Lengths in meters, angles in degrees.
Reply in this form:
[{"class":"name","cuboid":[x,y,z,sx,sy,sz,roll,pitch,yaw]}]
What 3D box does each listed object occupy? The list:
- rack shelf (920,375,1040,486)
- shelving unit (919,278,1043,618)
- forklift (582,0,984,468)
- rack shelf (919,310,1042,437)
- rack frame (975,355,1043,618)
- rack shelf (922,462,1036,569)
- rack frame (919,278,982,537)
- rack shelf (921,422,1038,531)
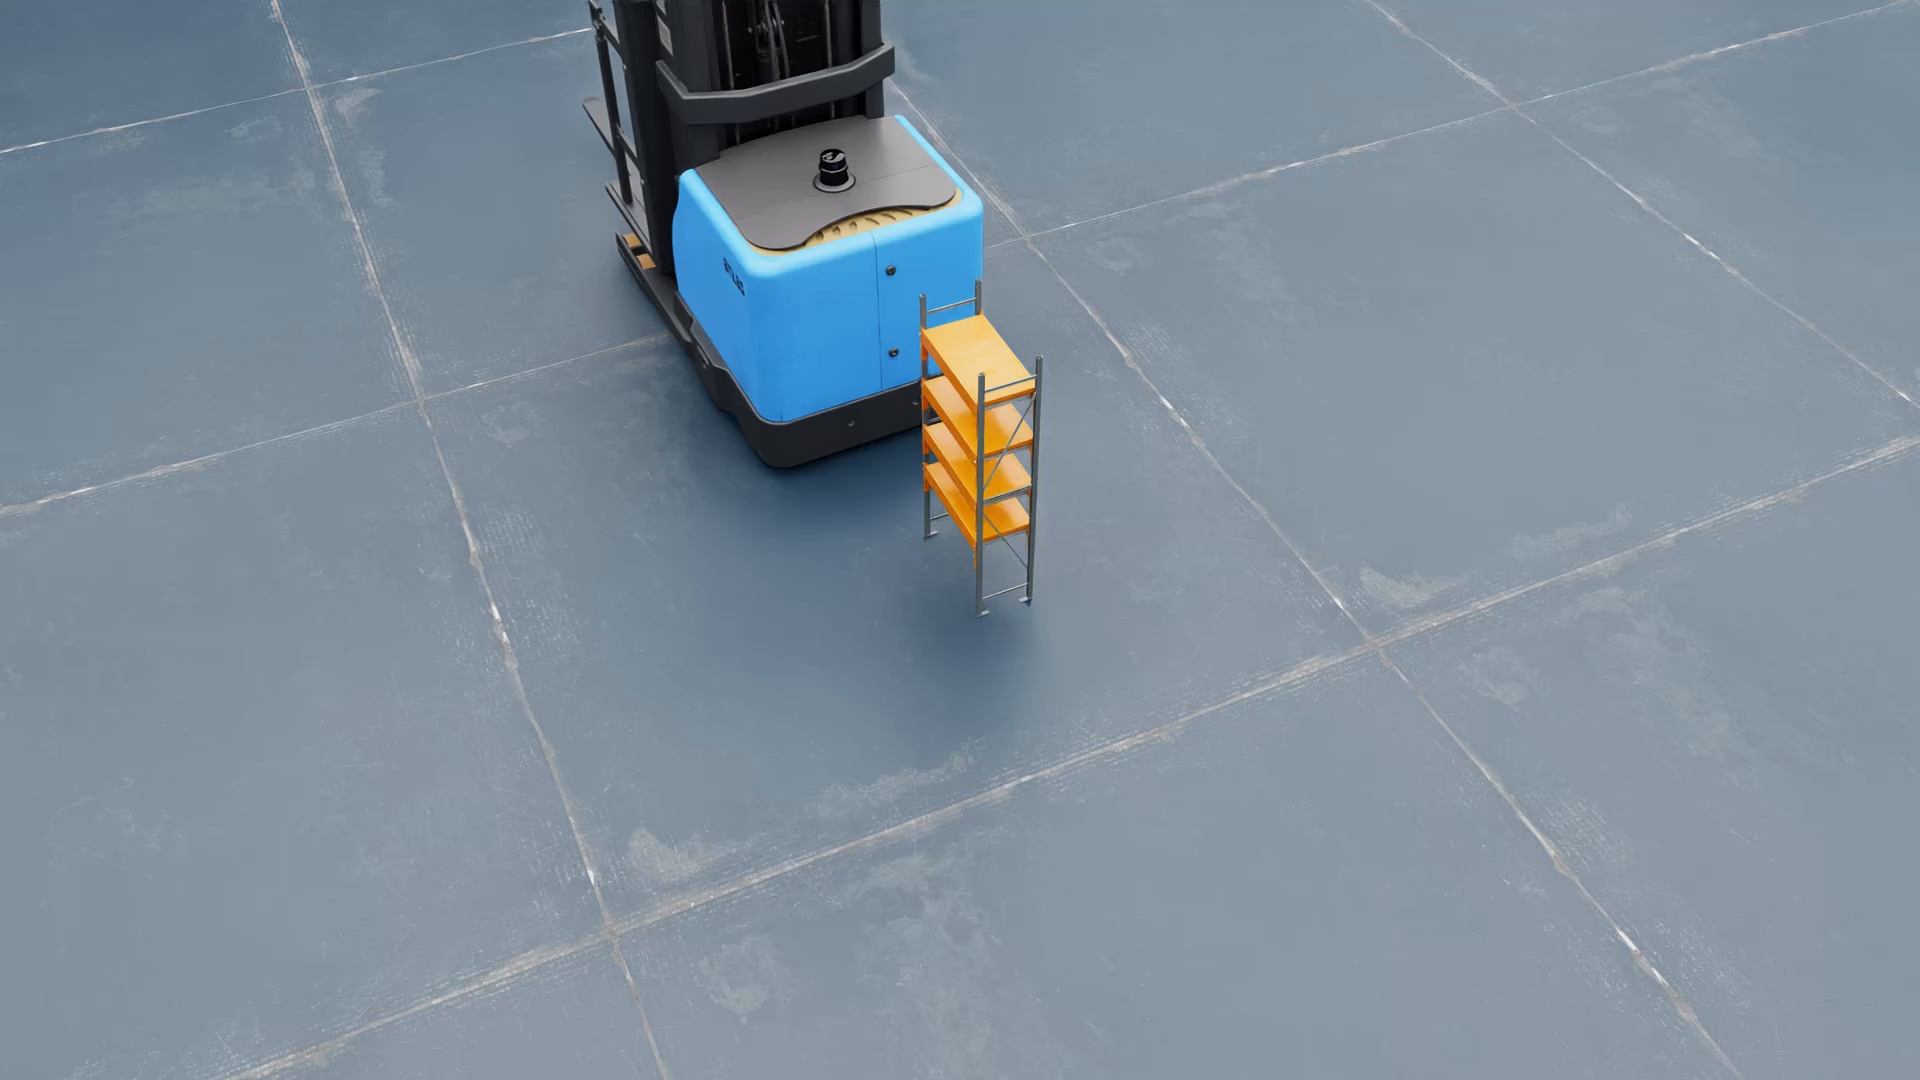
[{"class":"rack shelf","cuboid":[0.070,-0.433,6.112,0.258,0.148,0.480,-18,47,-17]},{"class":"shelving unit","cuboid":[0.070,-0.322,6.222,0.258,1.200,0.503,-18,47,-17]},{"class":"forklift","cuboid":[-1.009,-2.381,7.076,1.130,2.935,3.031,-20,48,-19]},{"class":"rack shelf","cuboid":[0.070,-0.601,5.946,0.258,0.148,0.480,-18,47,-17]},{"class":"rack frame","cuboid":[0.172,-0.166,6.064,0.240,1.200,0.015,-18,47,-17]},{"class":"rack shelf","cuboid":[0.070,-0.132,6.408,0.258,0.148,0.480,-18,47,-17]},{"class":"rack frame","cuboid":[-0.033,-0.477,6.379,0.240,1.200,0.015,-18,47,-17]},{"class":"rack shelf","cuboid":[0.070,-0.274,6.269,0.258,0.148,0.480,-18,47,-17]}]
